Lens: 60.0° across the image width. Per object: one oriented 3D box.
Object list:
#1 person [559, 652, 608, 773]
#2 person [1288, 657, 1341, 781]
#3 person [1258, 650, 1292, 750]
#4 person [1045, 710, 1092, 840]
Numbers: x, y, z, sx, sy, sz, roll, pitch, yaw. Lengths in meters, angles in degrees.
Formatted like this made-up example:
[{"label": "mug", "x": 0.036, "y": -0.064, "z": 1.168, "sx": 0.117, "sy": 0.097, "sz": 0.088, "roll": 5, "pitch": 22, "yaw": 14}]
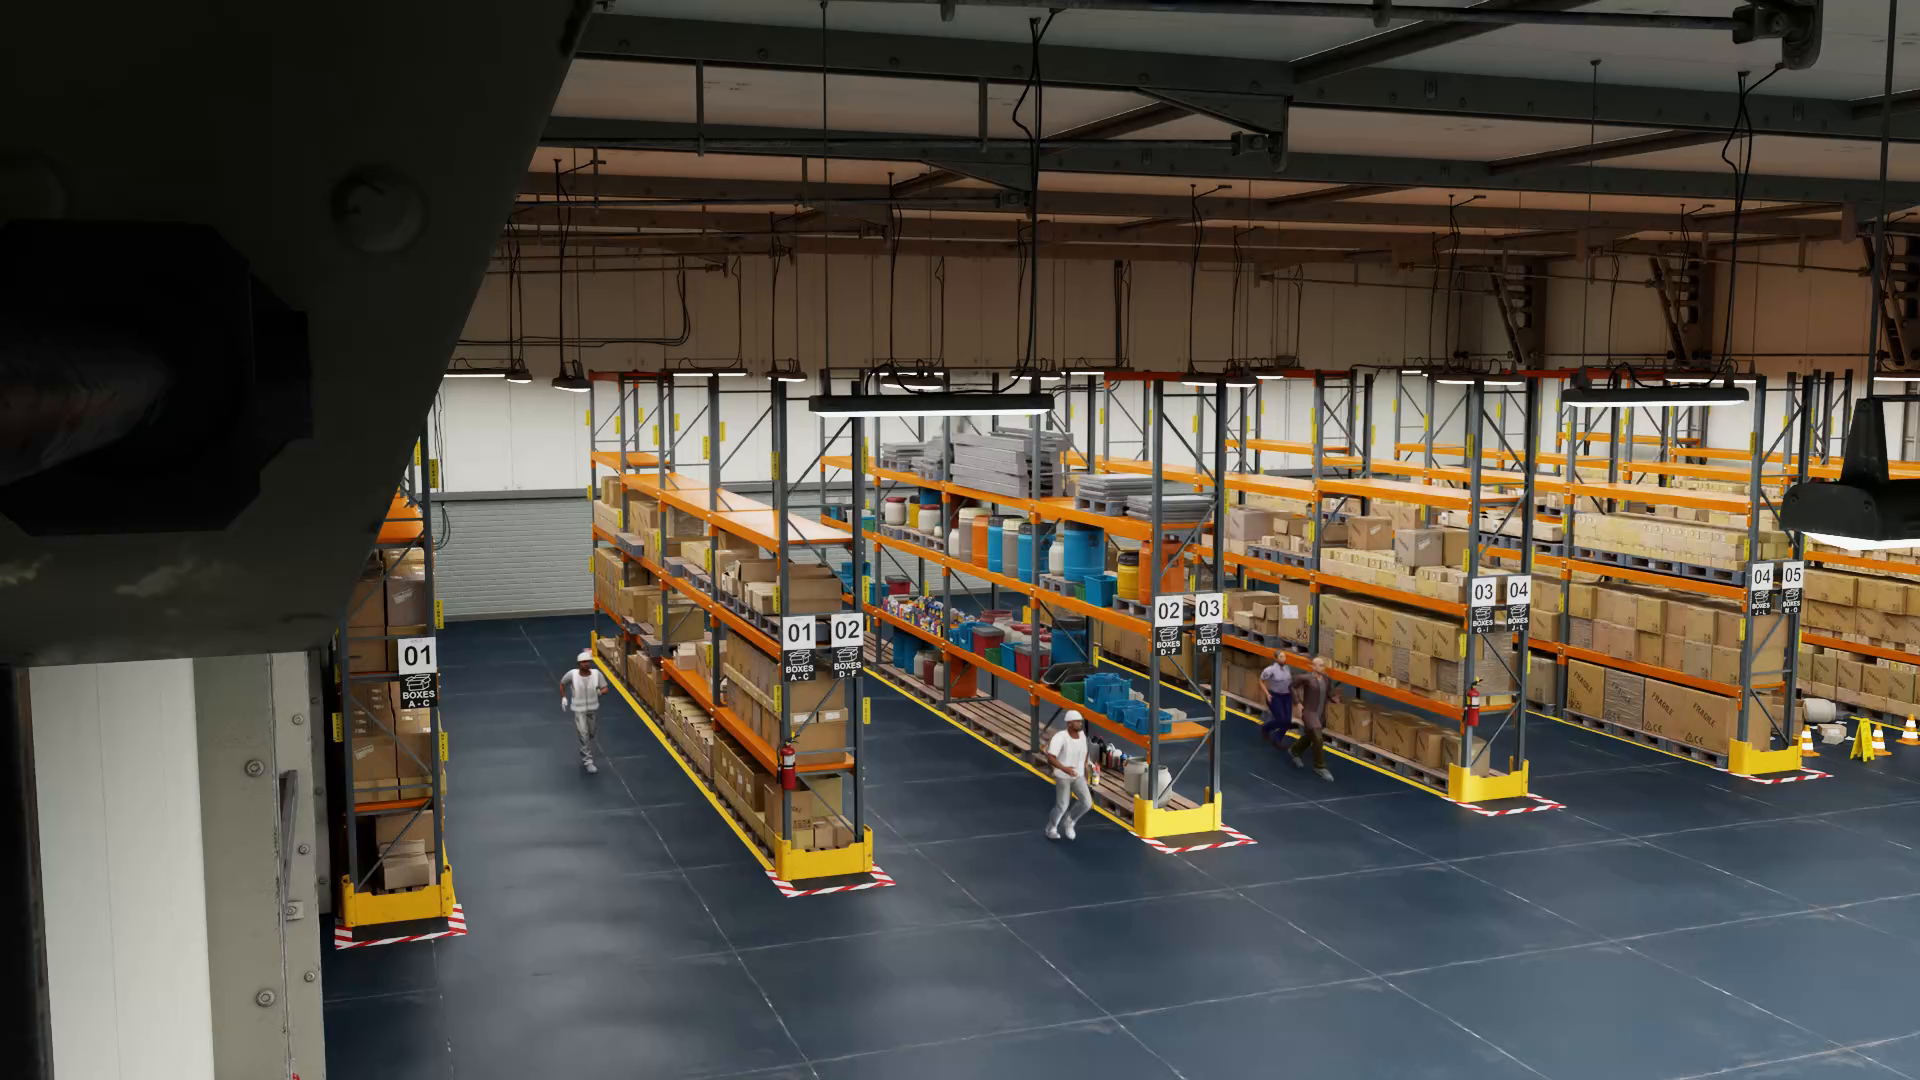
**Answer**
[{"label": "person", "x": -5.718, "y": 2.581, "z": 25.378, "sx": 0.683, "sy": 1.769, "sz": 1.003, "roll": -3, "pitch": 7, "yaw": -28}, {"label": "person", "x": 5.314, "y": 2.647, "z": 25.136, "sx": 0.649, "sy": 1.804, "sz": 1.026, "roll": -5, "pitch": 8, "yaw": -35}, {"label": "person", "x": 5.133, "y": 2.567, "z": 26.694, "sx": 0.607, "sy": 1.603, "sz": 0.547, "roll": -4, "pitch": 7, "yaw": -30}, {"label": "person", "x": 1.464, "y": 3.061, "z": 21.624, "sx": 0.767, "sy": 1.722, "sz": 0.619, "roll": -4, "pitch": 8, "yaw": -35}]
